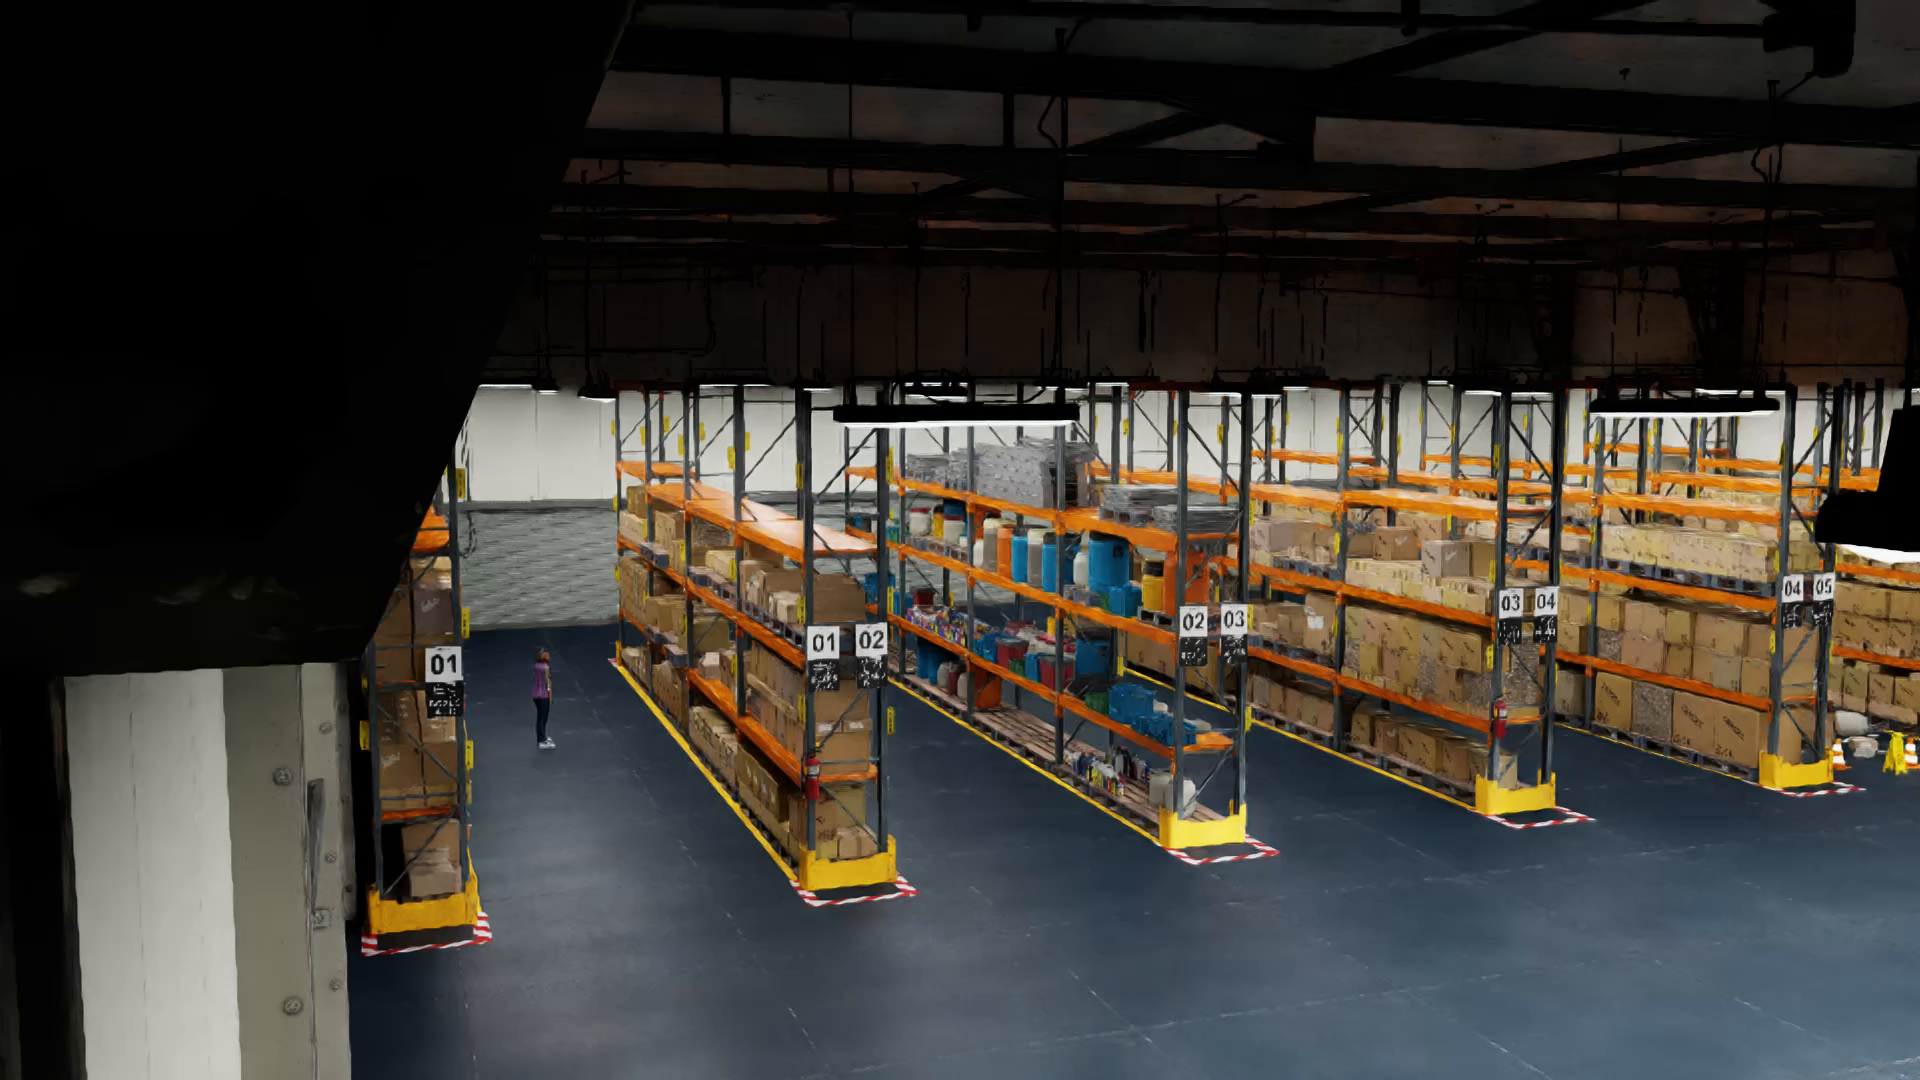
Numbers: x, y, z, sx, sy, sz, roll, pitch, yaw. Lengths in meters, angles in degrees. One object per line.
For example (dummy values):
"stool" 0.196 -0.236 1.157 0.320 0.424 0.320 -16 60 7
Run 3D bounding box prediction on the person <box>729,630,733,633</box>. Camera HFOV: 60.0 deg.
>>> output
"person" -5.680 1.351 38.742 0.552 1.757 0.748 1 6 14

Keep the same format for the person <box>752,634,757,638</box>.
"person" -3.821 2.078 32.593 0.488 1.590 1.089 -2 6 -21

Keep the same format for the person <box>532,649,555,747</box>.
"person" -6.894 2.605 27.612 0.506 1.602 0.420 6 8 45
